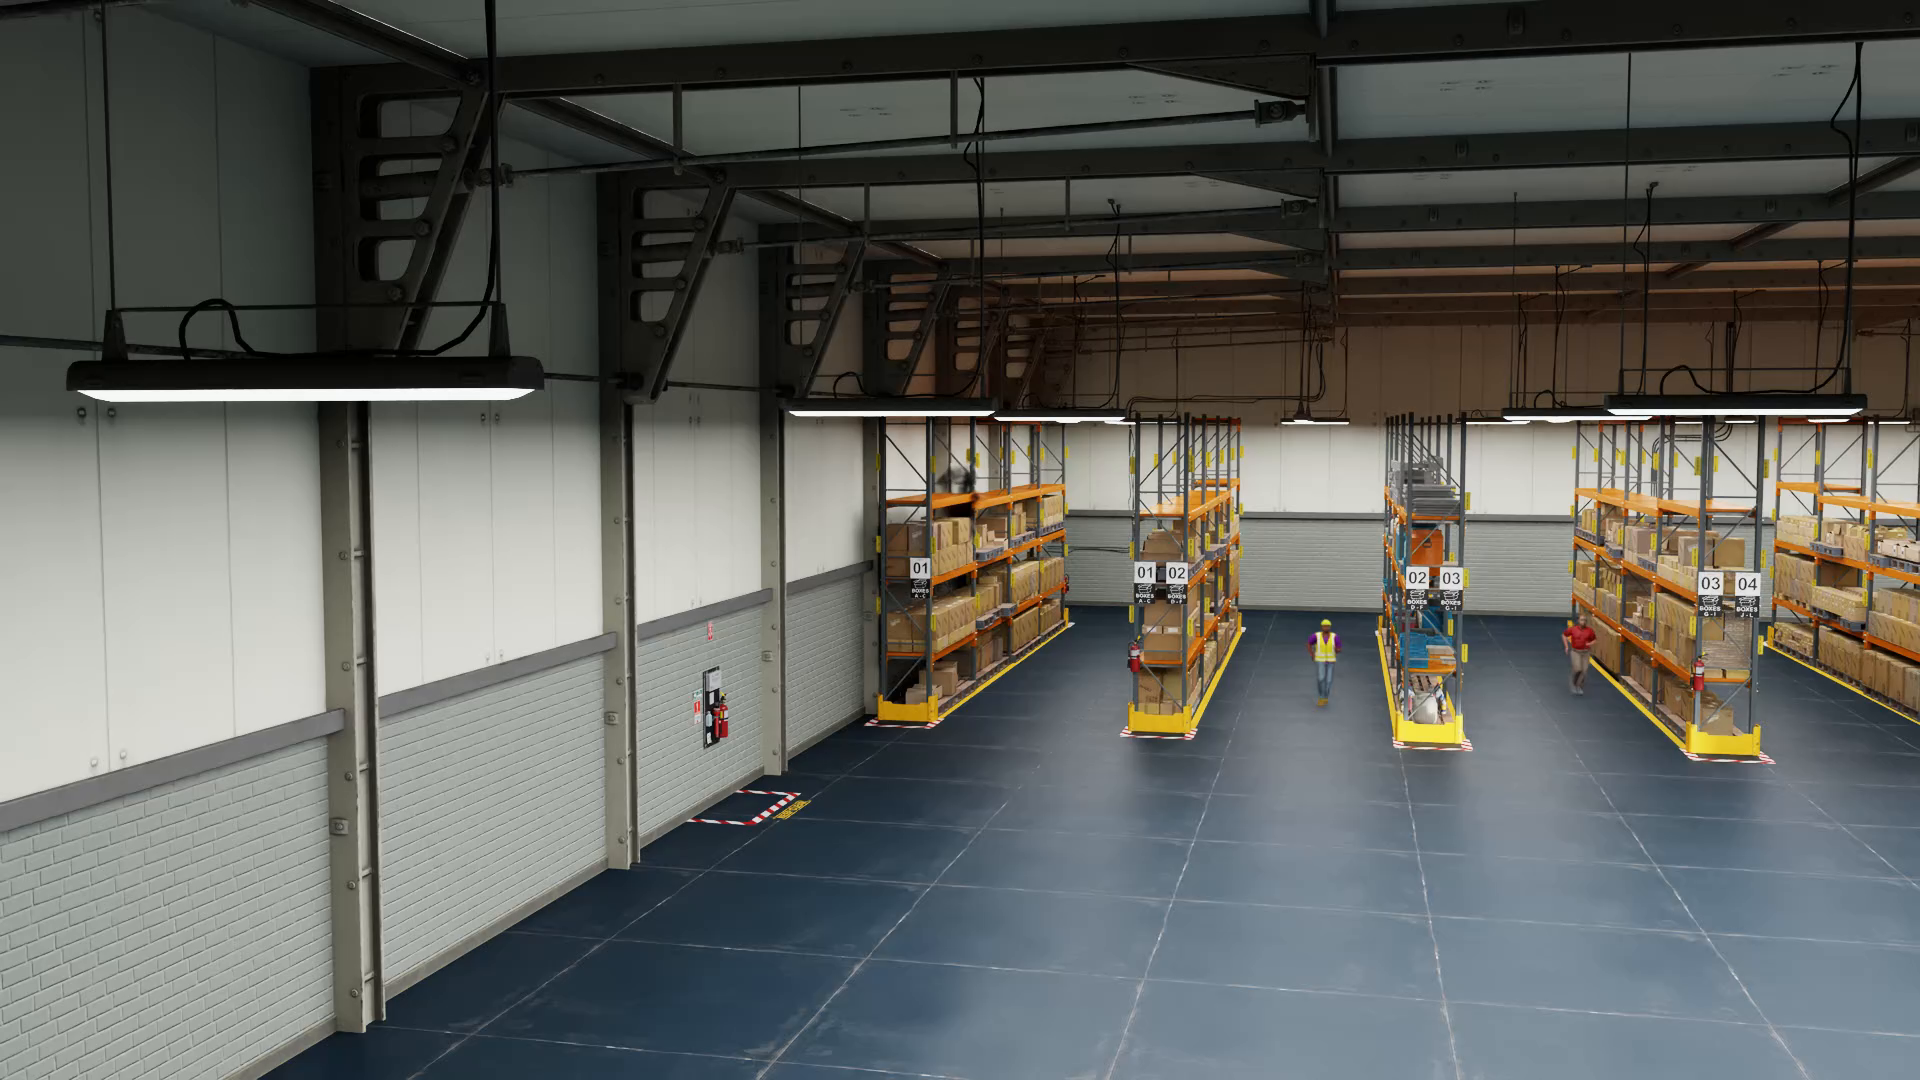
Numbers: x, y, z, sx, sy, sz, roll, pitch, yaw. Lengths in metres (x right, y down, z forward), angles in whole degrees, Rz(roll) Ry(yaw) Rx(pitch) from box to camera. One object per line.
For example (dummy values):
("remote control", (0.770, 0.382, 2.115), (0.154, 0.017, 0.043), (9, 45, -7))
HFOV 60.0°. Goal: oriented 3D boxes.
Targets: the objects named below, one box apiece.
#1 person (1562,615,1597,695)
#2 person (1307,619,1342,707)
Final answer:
("person", (13.261, 2.466, 35.513), (0.652, 1.718, 0.653), (0, 4, 4))
("person", (7.508, 2.537, 34.169), (0.674, 1.809, 0.696), (0, 4, 3))
